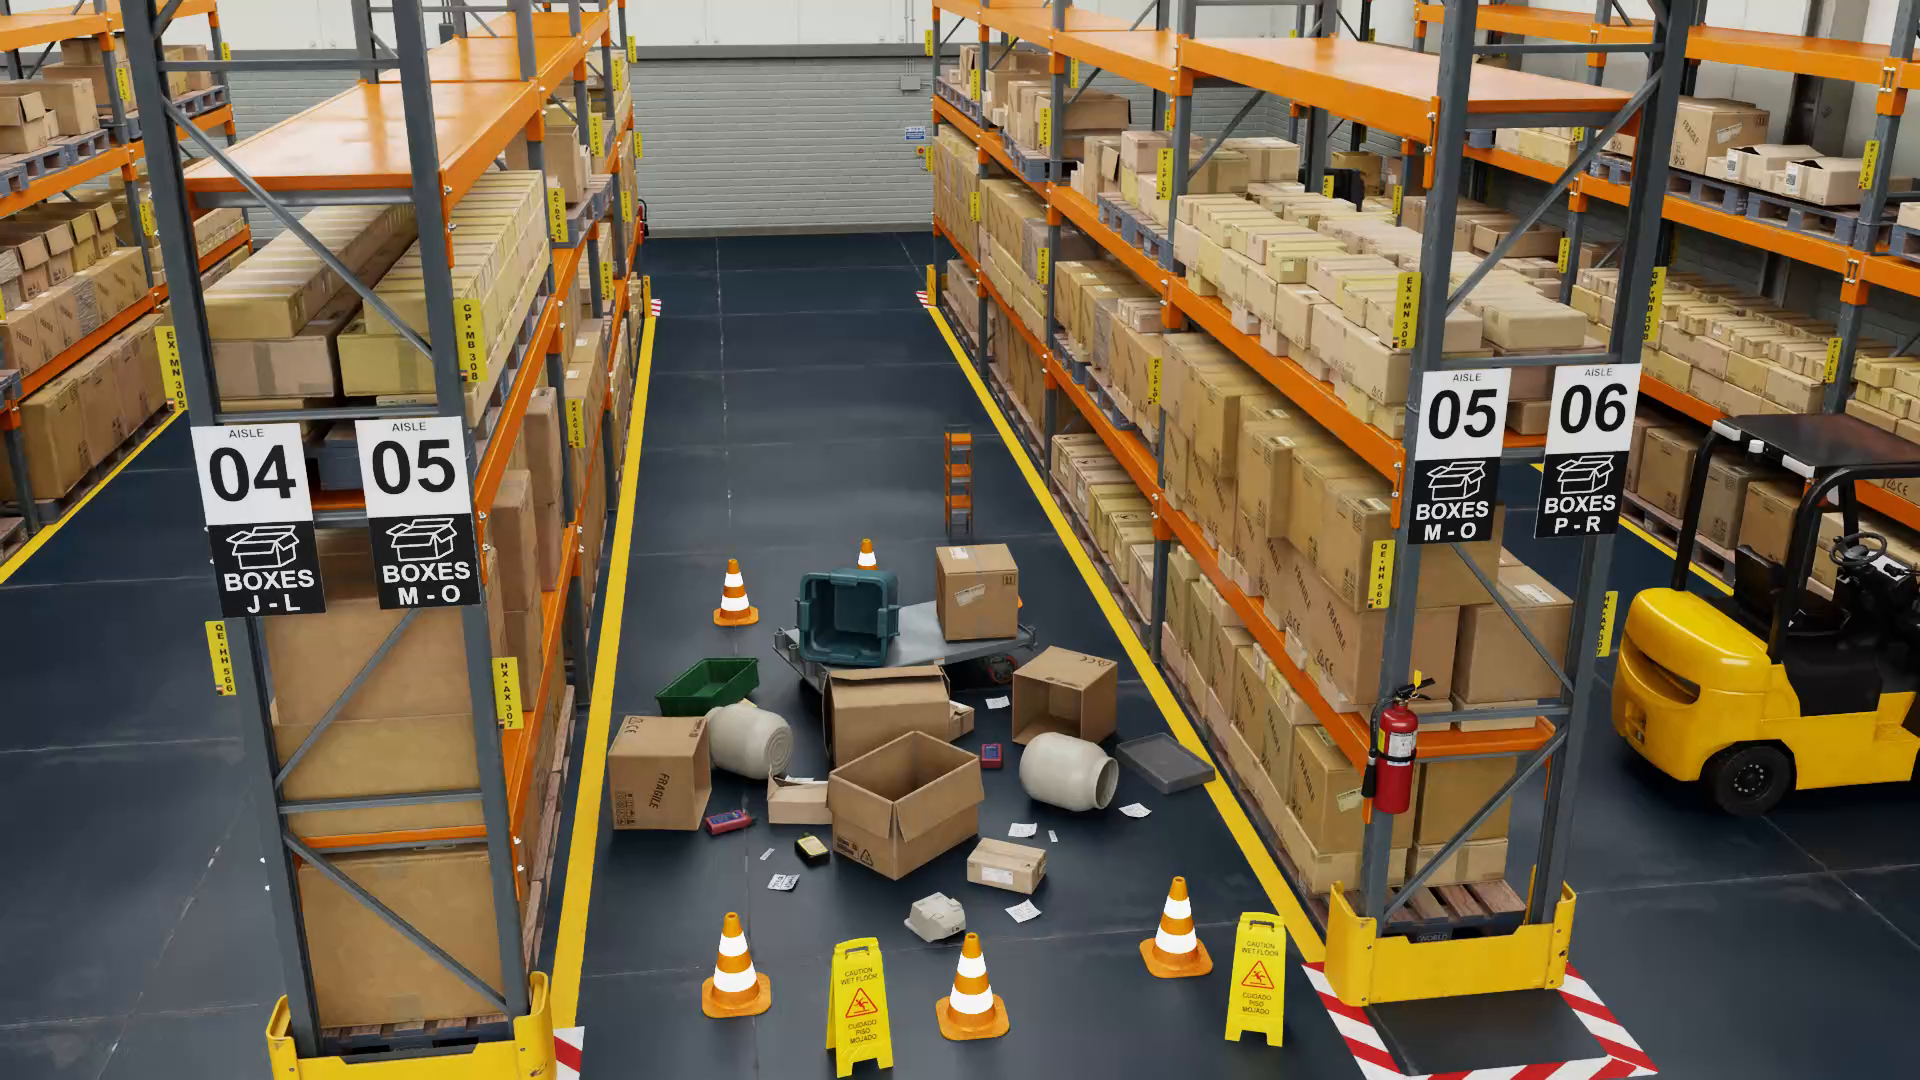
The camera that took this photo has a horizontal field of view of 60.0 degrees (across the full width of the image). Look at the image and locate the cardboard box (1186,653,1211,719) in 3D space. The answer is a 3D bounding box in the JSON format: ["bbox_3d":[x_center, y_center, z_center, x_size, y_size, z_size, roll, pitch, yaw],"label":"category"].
[{"bbox_3d":[1.777,0.933,10.834,0.500,0.250,0.500,-2,21,-5],"label":"cardboard box"}]

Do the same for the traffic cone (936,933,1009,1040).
[{"bbox_3d":[0.059,2.103,7.998,0.336,0.463,0.334,-3,21,-8],"label":"traffic cone"}]

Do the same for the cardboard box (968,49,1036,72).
[{"bbox_3d":[0.491,-5.492,19.531,0.797,0.503,0.637,-1,21,-4],"label":"cardboard box"}]

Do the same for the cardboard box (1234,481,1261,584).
[{"bbox_3d":[1.906,-0.059,9.593,0.500,0.500,0.500,-3,21,-7],"label":"cardboard box"}]

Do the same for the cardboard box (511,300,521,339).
[{"bbox_3d":[-2.388,-1.081,8.228,0.380,0.149,0.250,-3,21,-7],"label":"cardboard box"}]

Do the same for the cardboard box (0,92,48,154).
[{"bbox_3d":[-8.828,-3.802,15.147,0.797,0.503,0.637,-3,21,-8],"label":"cardboard box"}]

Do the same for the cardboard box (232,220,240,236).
[{"bbox_3d":[-9.249,-3.901,20.806,0.380,0.149,0.250,-3,21,-7],"label":"cardboard box"}]

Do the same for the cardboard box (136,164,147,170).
[{"bbox_3d":[-9.792,-4.282,20.187,0.500,0.500,0.500,-3,21,-9],"label":"cardboard box"}]

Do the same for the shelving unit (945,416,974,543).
[{"bbox_3d":[-0.008,-0.510,14.156,0.215,1.050,0.252,-3,21,-8],"label":"shelving unit"}]

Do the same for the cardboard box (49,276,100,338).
[{"bbox_3d":[-8.537,-2.203,15.758,0.500,0.500,0.500,-3,21,-8],"label":"cardboard box"}]

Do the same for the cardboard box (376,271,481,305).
[{"bbox_3d":[-2.205,-1.013,6.906,0.380,0.149,0.250,-3,21,-7],"label":"cardboard box"}]

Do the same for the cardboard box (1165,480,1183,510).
[{"bbox_3d":[1.599,-0.317,11.211,0.380,0.149,0.250,-3,21,-8],"label":"cardboard box"}]

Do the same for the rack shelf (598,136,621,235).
[{"bbox_3d":[-3.878,-3.421,15.904,1.077,0.370,4.000,-3,21,-8],"label":"rack shelf"}]

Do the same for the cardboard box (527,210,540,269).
[{"bbox_3d":[-2.615,-1.661,9.208,0.500,0.250,0.500,-3,21,-8],"label":"cardboard box"}]

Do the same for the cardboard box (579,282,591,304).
[{"bbox_3d":[-3.465,-2.189,14.774,0.380,0.149,0.250,-3,21,-8],"label":"cardboard box"}]

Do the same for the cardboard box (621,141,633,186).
[{"bbox_3d":[-4.274,-4.584,20.279,0.500,0.500,0.500,-2,21,-5],"label":"cardboard box"}]

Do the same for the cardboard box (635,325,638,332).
[{"bbox_3d":[-4.204,-2.674,20.638,0.380,0.149,0.250,-3,21,-7],"label":"cardboard box"}]

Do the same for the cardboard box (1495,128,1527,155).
[{"bbox_3d":[5.746,-4.044,16.759,0.500,0.250,0.500,-3,21,-8],"label":"cardboard box"}]

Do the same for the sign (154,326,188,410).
[{"bbox_3d":[-2.975,-0.651,6.306,0.100,0.325,0.005,-3,21,-8],"label":"sign"}]

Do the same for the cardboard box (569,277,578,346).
[{"bbox_3d":[-3.461,-1.845,13.370,0.700,0.500,0.500,-3,21,-9],"label":"cardboard box"}]

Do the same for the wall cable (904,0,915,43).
[{"bbox_3d":[-0.958,-9.480,26.812,0.463,3.000,0.029,-3,21,-8],"label":"wall cable"}]

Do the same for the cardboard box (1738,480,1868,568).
[{"bbox_3d":[6.696,-0.076,13.001,0.875,0.625,0.625,-2,21,-5],"label":"cardboard box"}]

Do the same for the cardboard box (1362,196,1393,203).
[{"bbox_3d":[5.168,-4.161,20.932,0.500,0.250,0.500,-3,21,-8],"label":"cardboard box"}]

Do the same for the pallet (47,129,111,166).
[{"bbox_3d":[-8.908,-3.831,16.246,0.805,0.209,1.217,-4,21,-10],"label":"pallet"}]

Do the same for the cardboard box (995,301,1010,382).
[{"bbox_3d":[0.886,-2.321,18.653,0.875,0.875,0.875,-2,21,-6],"label":"cardboard box"}]

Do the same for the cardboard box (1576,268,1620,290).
[{"bbox_3d":[5.960,-2.422,15.418,0.380,0.149,0.250,-2,21,-6],"label":"cardboard box"}]

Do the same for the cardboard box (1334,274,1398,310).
[{"bbox_3d":[2.067,-1.207,8.168,0.380,0.149,0.250,-3,21,-7],"label":"cardboard box"}]

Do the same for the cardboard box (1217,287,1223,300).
[{"bbox_3d":[1.800,-1.554,10.235,0.380,0.149,0.250,-3,21,-8],"label":"cardboard box"}]

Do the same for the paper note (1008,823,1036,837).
[{"bbox_3d":[0.367,1.693,9.731,0.148,0.019,0.142,4,21,11],"label":"paper note"}]

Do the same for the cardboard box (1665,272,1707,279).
[{"bbox_3d":[6.601,-2.360,15.252,0.380,0.149,0.250,-2,21,-6],"label":"cardboard box"}]

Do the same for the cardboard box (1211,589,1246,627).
[{"bbox_3d":[1.765,0.411,10.233,0.380,0.149,0.250,-2,21,-5],"label":"cardboard box"}]

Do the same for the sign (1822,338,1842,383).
[{"bbox_3d":[6.246,-1.286,11.905,0.100,0.325,0.005,-3,21,-8],"label":"sign"}]

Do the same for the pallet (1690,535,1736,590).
[{"bbox_3d":[6.637,0.241,13.342,1.003,0.211,1.213,-3,21,-8],"label":"pallet"}]

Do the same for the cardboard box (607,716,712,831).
[{"bbox_3d":[-1.774,1.380,9.877,0.500,0.500,0.500,1,20,2],"label":"cardboard box"}]

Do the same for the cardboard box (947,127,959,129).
[{"bbox_3d":[0.026,-5.310,21.721,0.380,0.149,0.250,-2,21,-6],"label":"cardboard box"}]

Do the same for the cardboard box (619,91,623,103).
[{"bbox_3d":[-4.124,-5.141,18.980,0.500,0.250,0.500,-3,21,-7],"label":"cardboard box"}]

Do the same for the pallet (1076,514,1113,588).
[{"bbox_3d":[1.578,0.053,13.846,1.003,0.211,1.213,-3,21,-8],"label":"pallet"}]

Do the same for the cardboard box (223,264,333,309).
[{"bbox_3d":[-2.892,-1.070,7.057,0.380,0.149,0.250,-3,21,-7],"label":"cardboard box"}]

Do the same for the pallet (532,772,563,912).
[{"bbox_3d":[-2.802,1.722,9.380,1.003,0.211,1.213,-3,21,-8],"label":"pallet"}]

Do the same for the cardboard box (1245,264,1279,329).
[{"bbox_3d":[1.881,-1.341,9.097,0.500,0.250,0.500,-3,21,-7],"label":"cardboard box"}]

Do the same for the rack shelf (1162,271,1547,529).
[{"bbox_3d":[2.159,-0.936,9.250,1.077,0.370,4.000,-3,21,-8],"label":"rack shelf"}]

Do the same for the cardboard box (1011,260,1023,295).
[{"bbox_3d":[0.801,-2.617,16.511,0.500,0.250,0.500,-3,21,-9],"label":"cardboard box"}]

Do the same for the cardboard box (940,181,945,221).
[{"bbox_3d":[0.026,-4.407,21.660,0.500,0.500,0.500,-3,21,-9],"label":"cardboard box"}]

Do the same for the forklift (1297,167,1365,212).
[{"bbox_3d":[3.198,-1.727,14.725,1.130,2.935,3.031,-3,21,-9],"label":"forklift"}]

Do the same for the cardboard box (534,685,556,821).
[{"bbox_3d":[-2.858,1.056,9.611,0.875,0.875,0.875,-3,21,-7],"label":"cardboard box"}]

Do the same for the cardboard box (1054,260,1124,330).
[{"bbox_3d":[1.130,-2.160,14.619,0.500,0.500,0.500,-4,21,-9],"label":"cardboard box"}]

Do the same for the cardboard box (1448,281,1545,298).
[{"bbox_3d":[2.571,-1.146,8.003,0.380,0.149,0.250,-3,21,-8],"label":"cardboard box"}]

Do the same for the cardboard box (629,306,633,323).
[{"bbox_3d":[-4.093,-2.680,19.802,0.380,0.149,0.250,-2,21,-7],"label":"cardboard box"}]

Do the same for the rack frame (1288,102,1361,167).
[{"bbox_3d":[5.052,-4.966,23.301,1.000,3.000,0.127,-3,21,-8],"label":"rack frame"}]

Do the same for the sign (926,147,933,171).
[{"bbox_3d":[-0.409,-5.132,22.392,0.100,0.325,0.005,-3,21,-8],"label":"sign"}]

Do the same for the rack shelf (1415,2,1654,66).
[{"bbox_3d":[5.917,-5.175,16.885,1.077,0.370,4.000,-3,21,-8],"label":"rack shelf"}]

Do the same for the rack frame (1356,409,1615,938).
[{"bbox_3d":[2.447,0.825,7.795,1.000,3.000,0.127,-3,21,-8],"label":"rack frame"}]

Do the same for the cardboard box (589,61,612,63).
[{"bbox_3d":[-4.161,-5.462,19.269,0.380,0.149,0.250,-4,21,-9],"label":"cardboard box"}]

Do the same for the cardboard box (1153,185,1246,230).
[{"bbox_3d":[1.643,-2.287,11.452,0.500,0.250,0.500,-3,21,-9],"label":"cardboard box"}]

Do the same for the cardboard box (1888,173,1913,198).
[{"bbox_3d":[6.854,-2.647,12.418,0.380,0.149,0.250,-3,21,-8],"label":"cardboard box"}]
